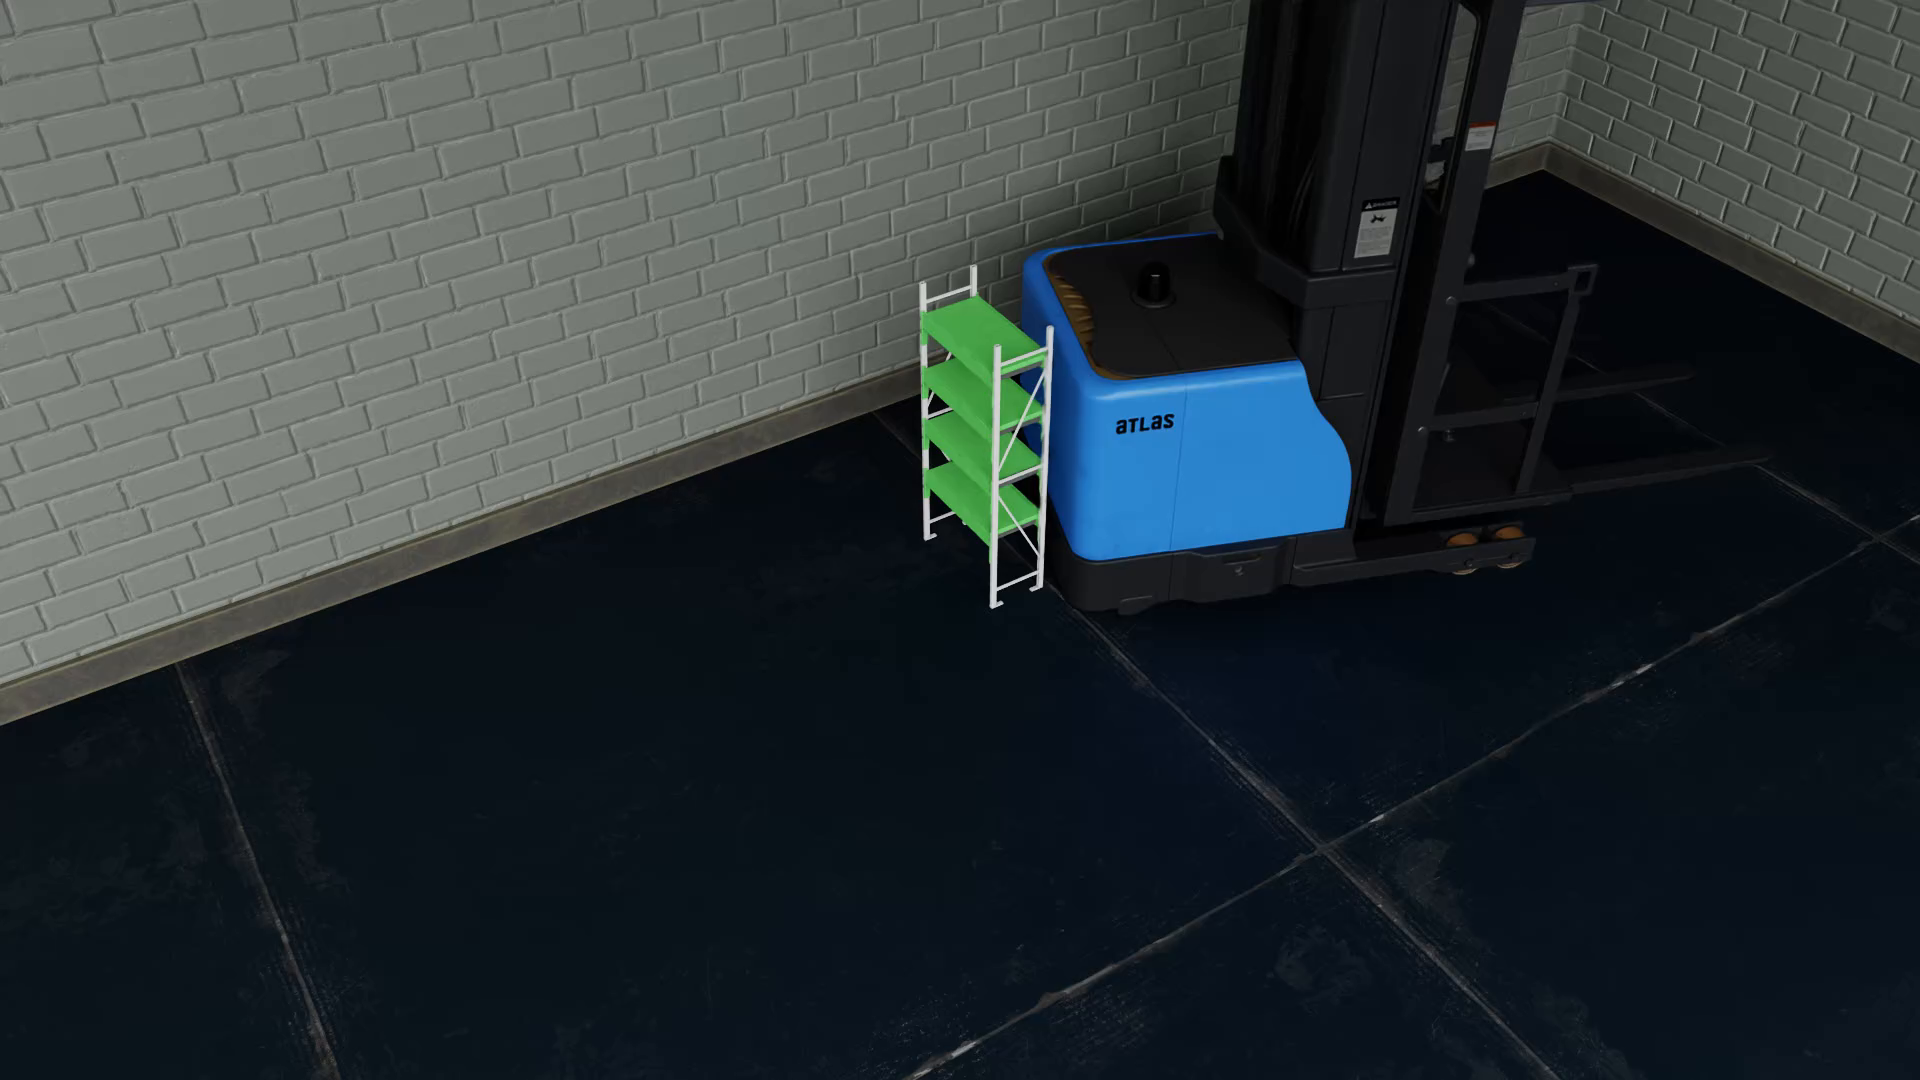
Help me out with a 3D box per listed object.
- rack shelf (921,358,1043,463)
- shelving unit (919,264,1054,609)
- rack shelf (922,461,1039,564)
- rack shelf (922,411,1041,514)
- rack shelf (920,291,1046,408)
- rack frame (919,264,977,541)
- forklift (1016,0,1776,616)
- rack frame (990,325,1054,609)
[{"bbox_3d":[0.089,-0.507,6.146,0.258,0.148,0.480,-22,45,-24],"label":"rack shelf"},{"bbox_3d":[0.089,-0.372,6.259,0.258,1.200,0.503,-22,45,-24],"label":"shelving unit"},{"bbox_3d":[0.089,-0.138,6.453,0.258,0.148,0.480,-22,45,-24],"label":"rack shelf"},{"bbox_3d":[0.089,-0.323,6.300,0.258,0.148,0.480,-22,45,-24],"label":"rack shelf"},{"bbox_3d":[0.089,-0.691,5.992,0.258,0.148,0.480,-22,45,-24],"label":"rack shelf"},{"bbox_3d":[-0.042,-0.503,6.417,0.240,1.200,0.015,-22,45,-24],"label":"rack frame"},{"bbox_3d":[1.799,-1.313,6.036,3.031,2.935,1.130,-8,40,-9],"label":"forklift"},{"bbox_3d":[0.220,-0.240,6.101,0.240,1.200,0.015,-22,45,-24],"label":"rack frame"}]
